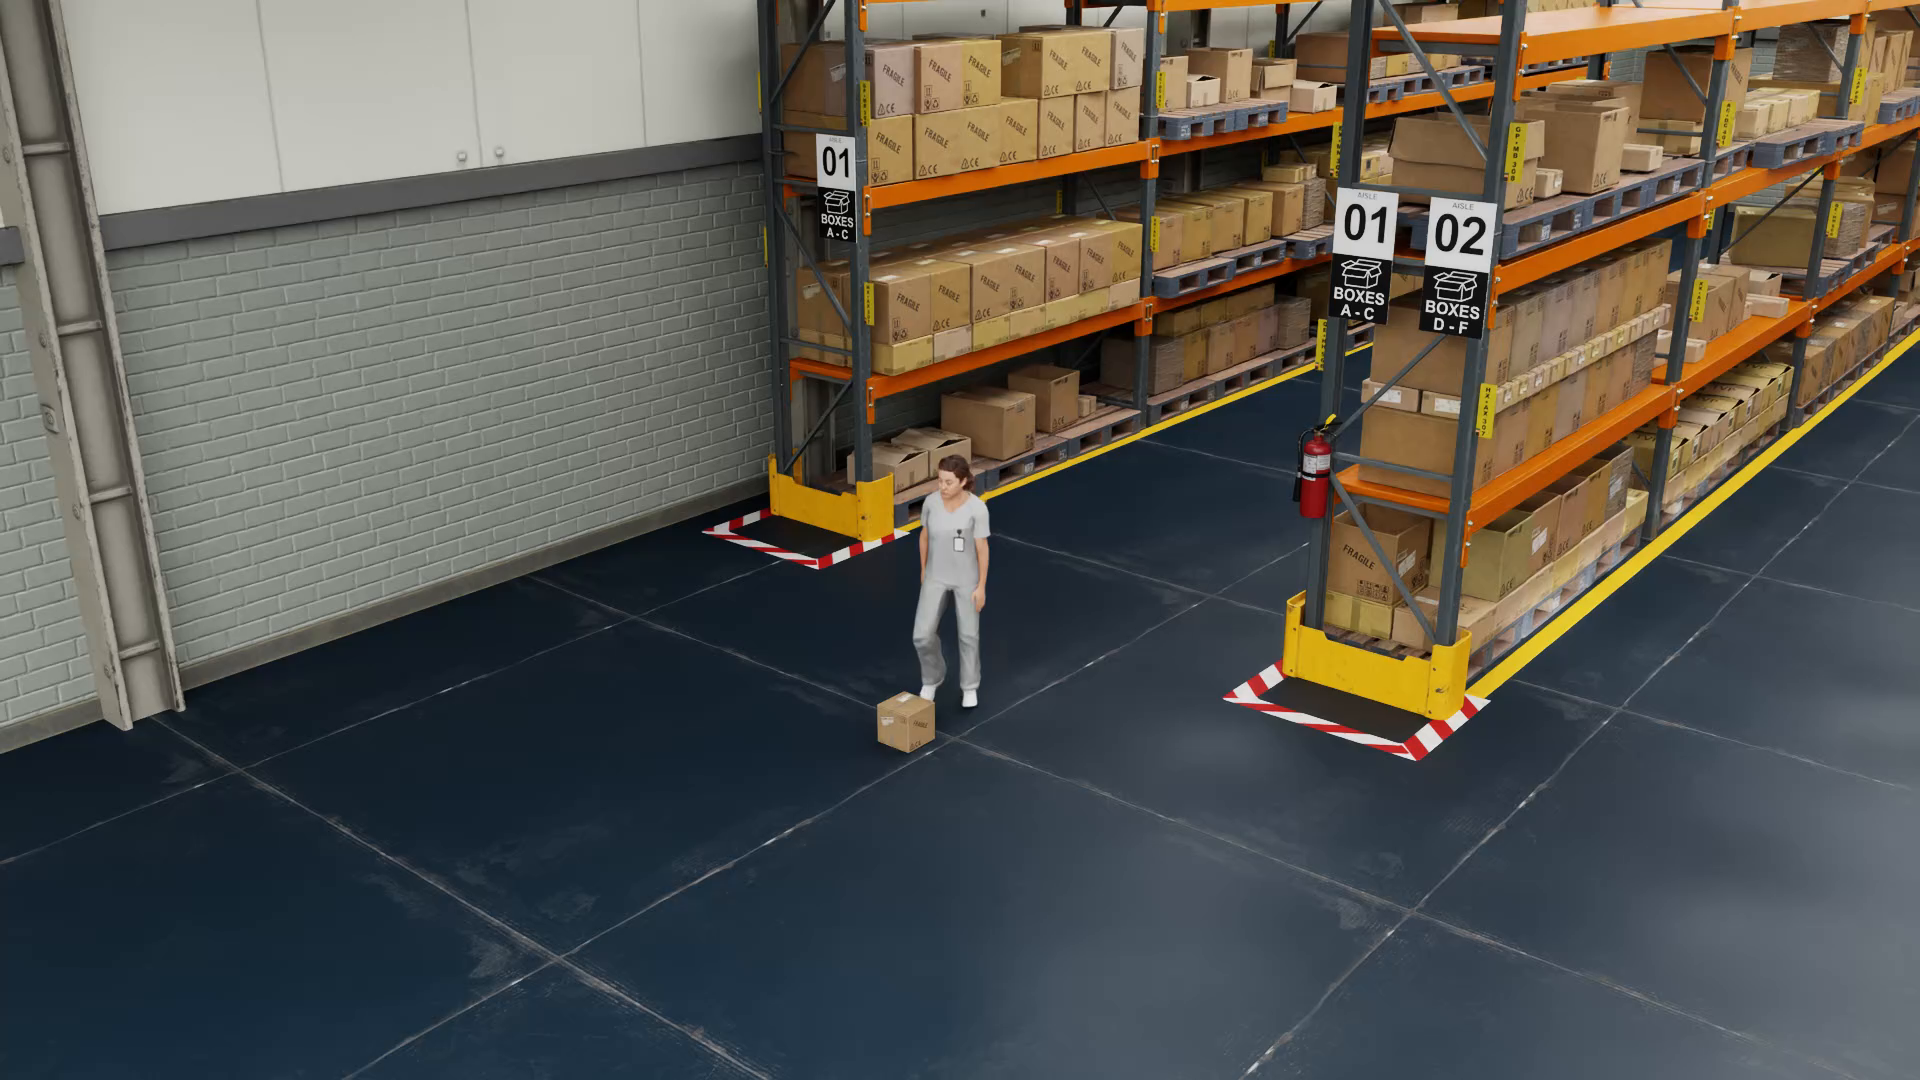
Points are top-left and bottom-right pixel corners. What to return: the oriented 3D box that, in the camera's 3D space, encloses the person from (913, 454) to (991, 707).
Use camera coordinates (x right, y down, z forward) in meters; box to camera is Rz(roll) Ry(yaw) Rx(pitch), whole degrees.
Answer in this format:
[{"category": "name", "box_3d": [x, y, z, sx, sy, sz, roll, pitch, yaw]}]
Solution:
[{"category": "person", "box_3d": [-0.039, 0.260, 10.341, 0.472, 1.685, 0.405, 4, 21, 9]}]
